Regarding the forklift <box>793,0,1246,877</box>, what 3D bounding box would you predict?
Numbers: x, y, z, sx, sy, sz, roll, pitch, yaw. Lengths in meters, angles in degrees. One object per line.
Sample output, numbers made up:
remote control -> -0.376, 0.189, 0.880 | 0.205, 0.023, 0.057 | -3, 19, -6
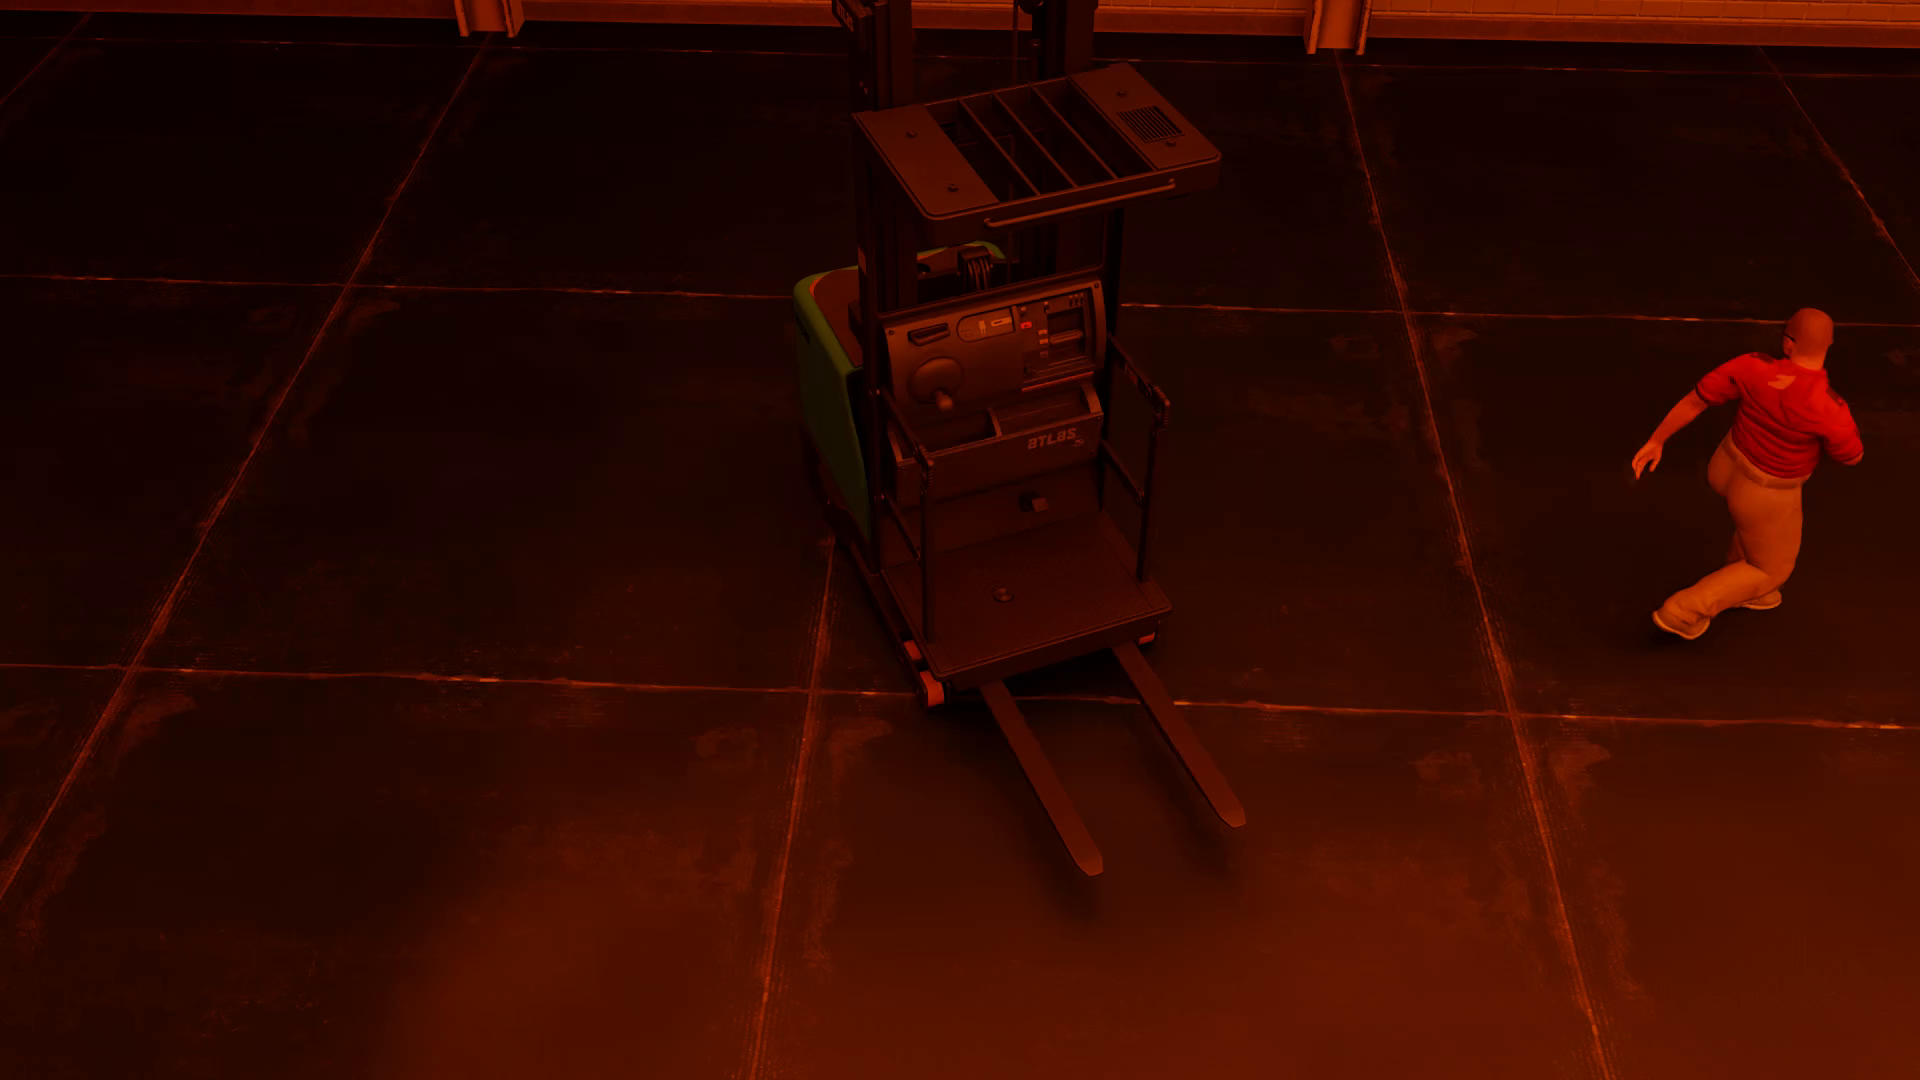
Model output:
forklift -> 0.231, -0.691, 6.500 | 1.130, 2.935, 3.031 | -15, 45, -16

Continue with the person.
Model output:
person -> 3.354, -0.264, 7.004 | 0.841, 1.649, 0.598 | -10, 43, -11
